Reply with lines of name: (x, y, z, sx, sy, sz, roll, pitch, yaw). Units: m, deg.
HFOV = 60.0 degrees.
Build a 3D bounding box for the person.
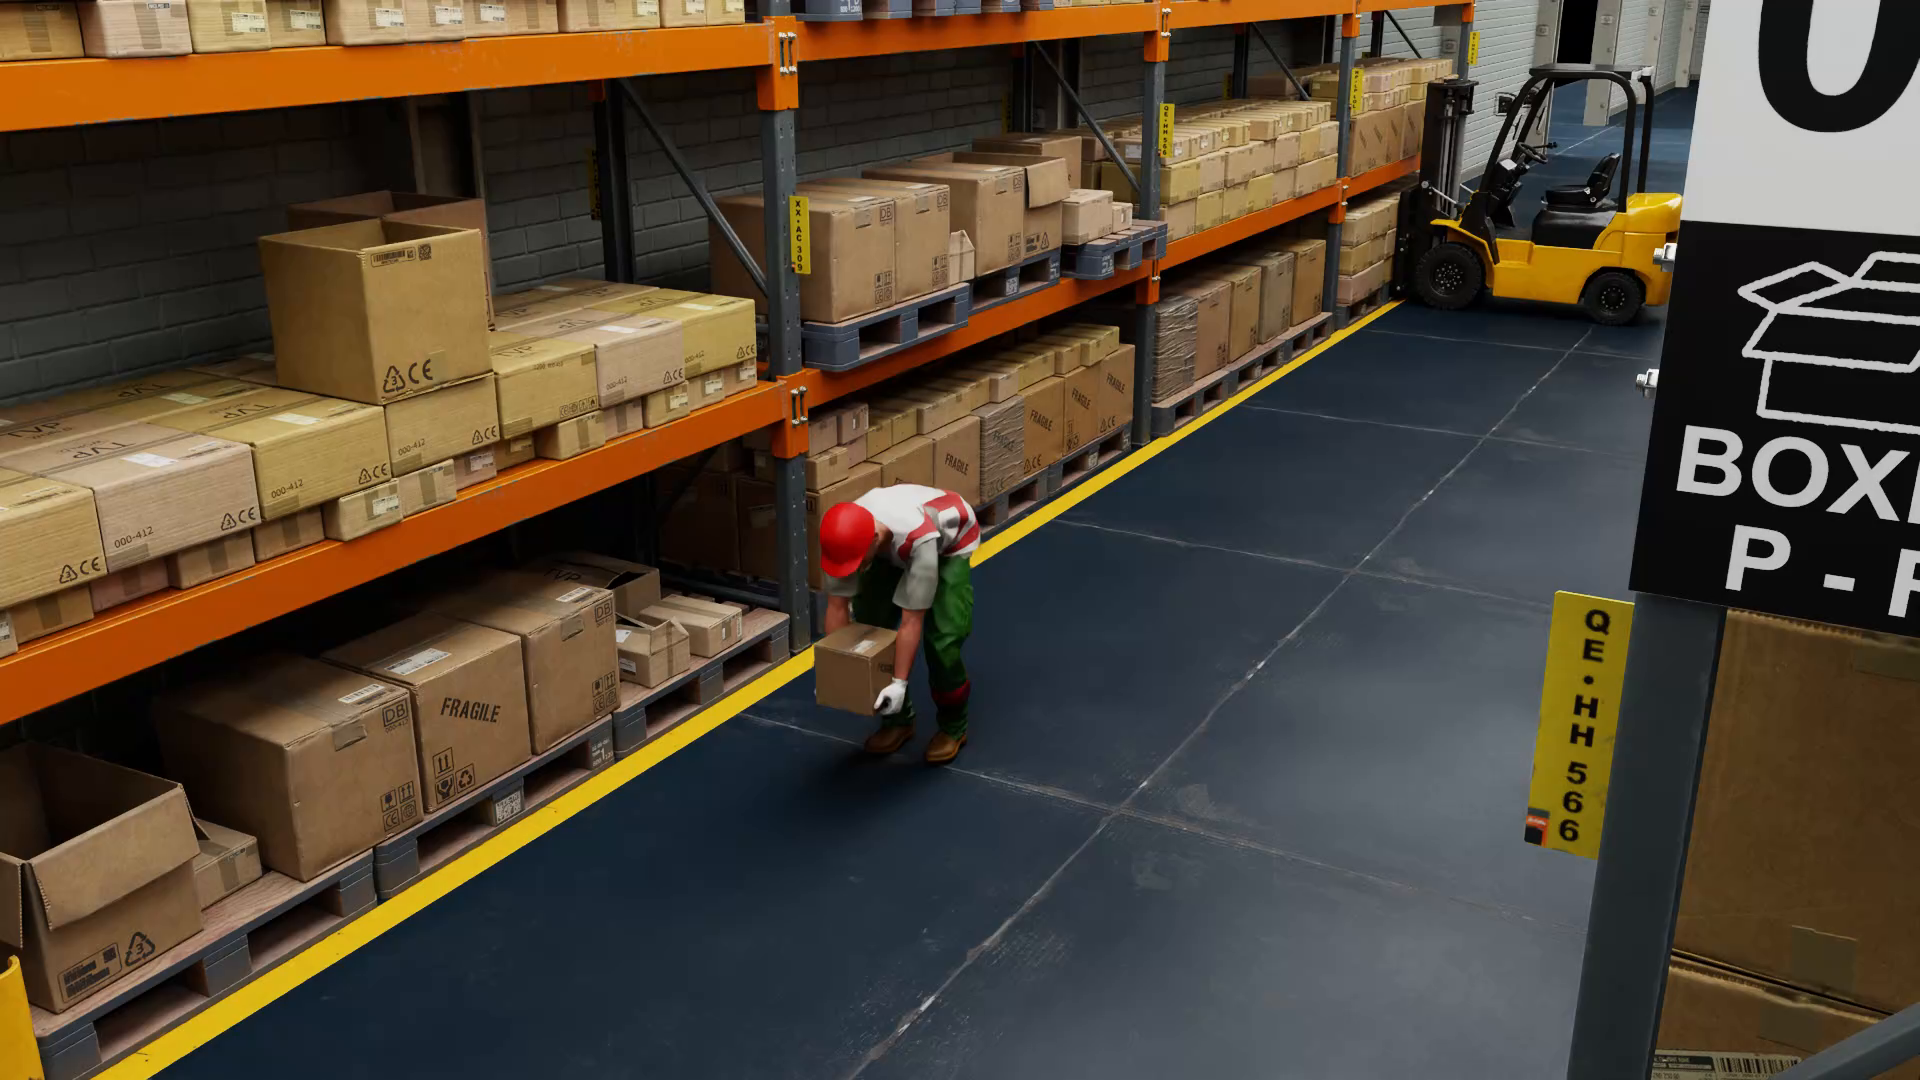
person: (-0.252, 0.330, 6.467, 0.508, 1.204, 0.940, 9, 21, 25)
